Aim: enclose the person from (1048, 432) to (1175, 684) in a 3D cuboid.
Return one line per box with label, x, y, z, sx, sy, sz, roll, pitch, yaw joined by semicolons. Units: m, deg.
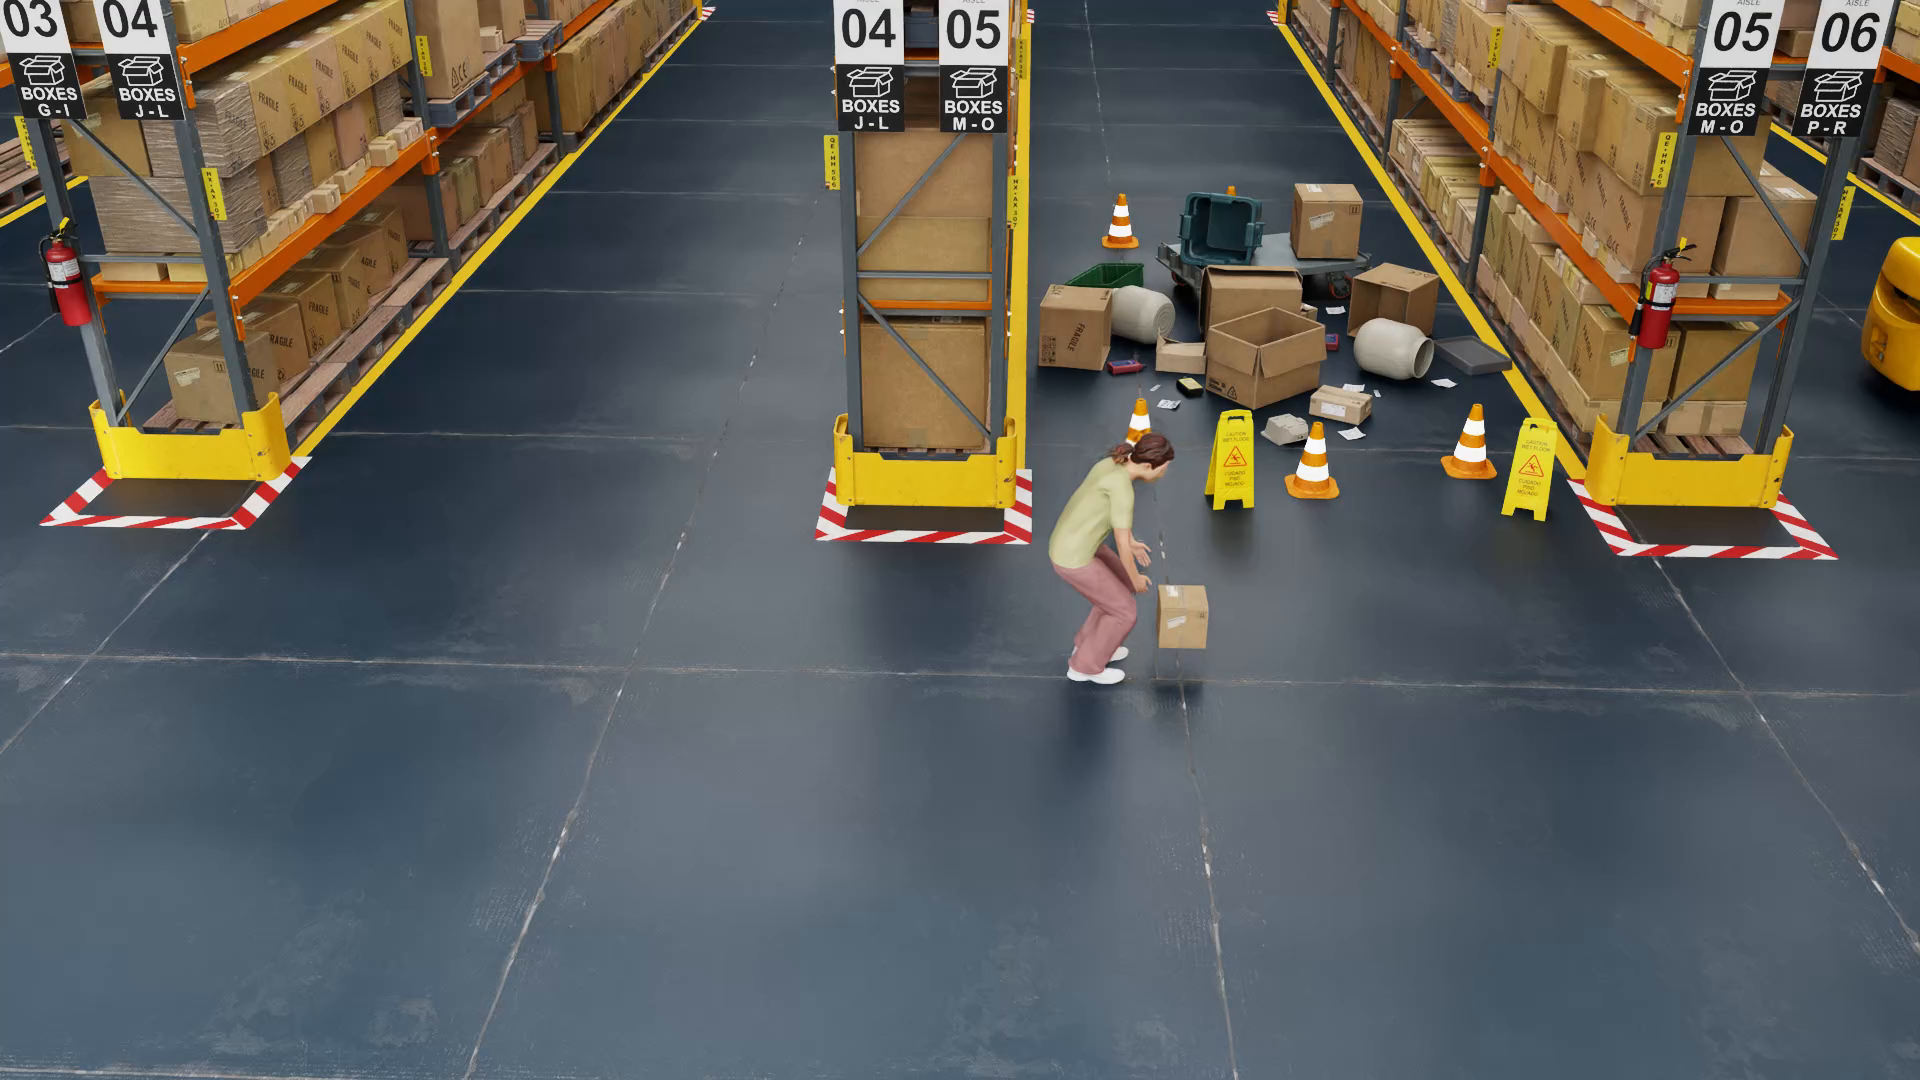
person;0.783;0.070;8.800;0.633;1.391;0.510;1;28;2
